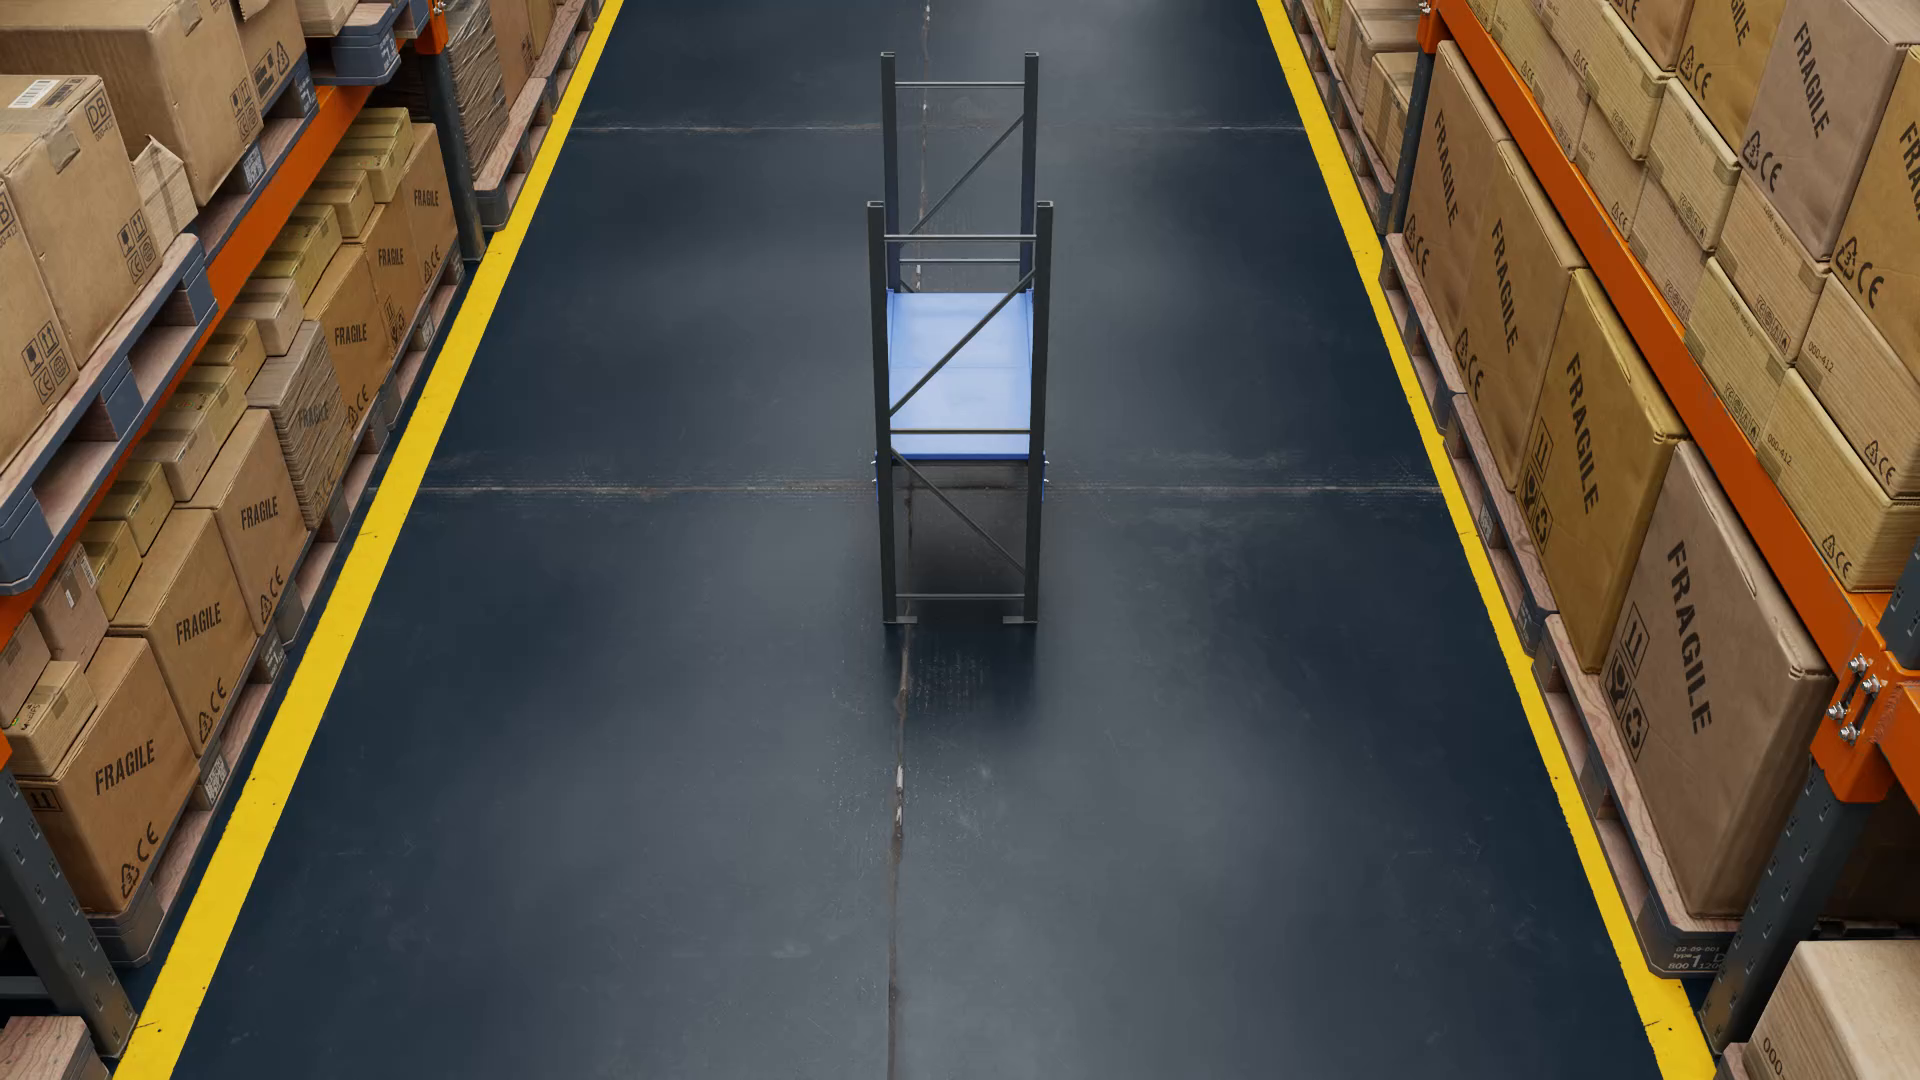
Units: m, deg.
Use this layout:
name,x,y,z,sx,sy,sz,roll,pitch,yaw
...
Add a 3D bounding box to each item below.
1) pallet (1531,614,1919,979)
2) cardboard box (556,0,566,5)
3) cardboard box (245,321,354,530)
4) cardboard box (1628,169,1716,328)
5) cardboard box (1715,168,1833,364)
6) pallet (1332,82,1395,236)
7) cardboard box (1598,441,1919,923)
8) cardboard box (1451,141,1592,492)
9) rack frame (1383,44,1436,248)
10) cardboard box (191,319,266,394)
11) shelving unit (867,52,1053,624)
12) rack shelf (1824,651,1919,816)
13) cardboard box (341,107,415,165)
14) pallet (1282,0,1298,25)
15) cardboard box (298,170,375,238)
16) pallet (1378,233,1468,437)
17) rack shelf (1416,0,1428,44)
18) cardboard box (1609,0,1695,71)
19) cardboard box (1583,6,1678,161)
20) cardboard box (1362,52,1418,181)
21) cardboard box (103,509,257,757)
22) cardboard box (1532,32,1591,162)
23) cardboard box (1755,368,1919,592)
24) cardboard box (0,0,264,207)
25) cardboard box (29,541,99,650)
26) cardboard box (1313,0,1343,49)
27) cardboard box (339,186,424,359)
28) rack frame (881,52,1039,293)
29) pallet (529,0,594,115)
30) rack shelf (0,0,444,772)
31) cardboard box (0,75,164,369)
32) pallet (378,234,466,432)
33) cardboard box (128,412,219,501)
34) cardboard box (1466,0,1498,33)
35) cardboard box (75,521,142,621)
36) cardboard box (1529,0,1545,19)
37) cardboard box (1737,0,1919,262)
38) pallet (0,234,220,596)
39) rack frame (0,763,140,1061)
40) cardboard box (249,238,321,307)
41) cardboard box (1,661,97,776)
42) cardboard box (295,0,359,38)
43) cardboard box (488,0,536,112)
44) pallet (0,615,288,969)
name,x,y,z,sx,sy,sz,roll,pitch,yaw
pallet,2.300,0.685,4.726,1.003,0.211,1.213,0,39,0
cardboard box,-2.591,-3.343,9.086,0.875,0.625,0.625,0,39,0
cardboard box,-2.364,-0.375,5.482,0.500,0.500,0.500,-1,39,-2
cardboard box,2.143,-0.776,4.440,0.500,0.250,0.500,-1,39,-1
cardboard box,2.125,-0.645,3.876,0.500,0.250,0.500,1,39,1
pallet,2.372,-1.822,7.855,1.003,0.211,1.213,0,39,0
cardboard box,2.296,0.357,4.269,0.875,0.875,0.875,1,39,1
cardboard box,2.286,-0.767,5.671,0.875,0.875,0.875,0,39,1
rack frame,2.372,-2.422,6.373,1.000,3.000,0.127,0,39,0
cardboard box,-2.415,-0.566,5.202,0.380,0.149,0.250,0,39,0
shelving unit,0.000,-0.639,5.348,0.538,1.500,1.048,0,39,0
rack shelf,2.379,1.611,1.916,1.077,0.370,4.000,0,39,0
cardboard box,-2.338,-1.549,6.428,0.380,0.149,0.250,-2,39,-2
pallet,2.370,-3.348,9.759,1.003,0.211,1.213,0,39,0
cardboard box,-2.350,-1.213,6.010,0.380,0.149,0.250,-1,39,-2
pallet,2.297,-0.840,6.630,1.003,0.211,1.213,0,39,0
rack shelf,2.370,-3.392,8.159,1.077,0.370,4.000,0,39,0
cardboard box,2.120,-1.593,4.460,0.500,0.500,0.500,1,39,1
cardboard box,2.101,-1.289,4.680,0.500,0.250,0.500,1,39,1
cardboard box,2.381,-1.913,7.505,0.950,0.372,0.625,-2,39,-3
cardboard box,-2.373,0.262,4.688,0.500,0.500,0.500,-1,39,-1
cardboard box,2.134,-1.408,5.228,0.500,0.250,0.500,1,39,1
cardboard box,2.124,-0.142,3.649,0.500,0.250,0.500,-1,39,-1
cardboard box,-2.366,-1.235,4.476,0.700,0.500,0.500,0,39,0
cardboard box,-2.370,0.141,4.082,0.380,0.149,0.250,-2,39,-2
cardboard box,2.377,-2.849,8.672,0.950,0.372,0.625,1,39,1
cardboard box,-2.386,-1.027,6.296,0.500,0.500,0.500,-1,39,-1
rack frame,-0.001,-0.956,5.744,0.500,1.500,0.032,0,39,0
pallet,-2.552,-2.603,8.830,1.003,0.211,1.213,0,39,0
rack shelf,-2.589,-0.884,5.030,1.077,0.370,4.000,0,39,0
cardboard box,-2.365,-0.744,3.864,0.700,0.500,0.500,0,39,0
pallet,-2.629,-0.861,6.655,1.003,0.211,1.213,0,39,0
cardboard box,-2.388,-0.242,4.797,0.380,0.149,0.250,0,39,0
cardboard box,2.121,-2.057,6.038,0.500,0.250,0.500,-1,39,-1
cardboard box,-2.411,0.086,4.389,0.380,0.149,0.250,-2,39,-2
cardboard box,2.125,-1.918,5.465,0.500,0.250,0.500,1,39,1
cardboard box,2.117,-0.952,3.660,0.500,0.500,0.500,1,39,1
pallet,-2.479,-0.339,3.928,1.003,0.211,1.213,0,39,0
rack frame,-2.587,0.086,3.244,1.000,3.000,0.127,0,39,0
cardboard box,-2.395,-0.892,5.609,0.380,0.149,0.250,-1,39,-1
cardboard box,-2.321,0.420,3.972,0.380,0.149,0.250,2,39,2
cardboard box,-2.267,-1.862,5.458,0.500,0.250,0.500,-2,39,-2
cardboard box,-2.587,-2.452,7.974,0.875,0.625,0.625,1,39,1
pallet,-2.626,0.665,4.751,1.003,0.211,1.213,0,39,0
